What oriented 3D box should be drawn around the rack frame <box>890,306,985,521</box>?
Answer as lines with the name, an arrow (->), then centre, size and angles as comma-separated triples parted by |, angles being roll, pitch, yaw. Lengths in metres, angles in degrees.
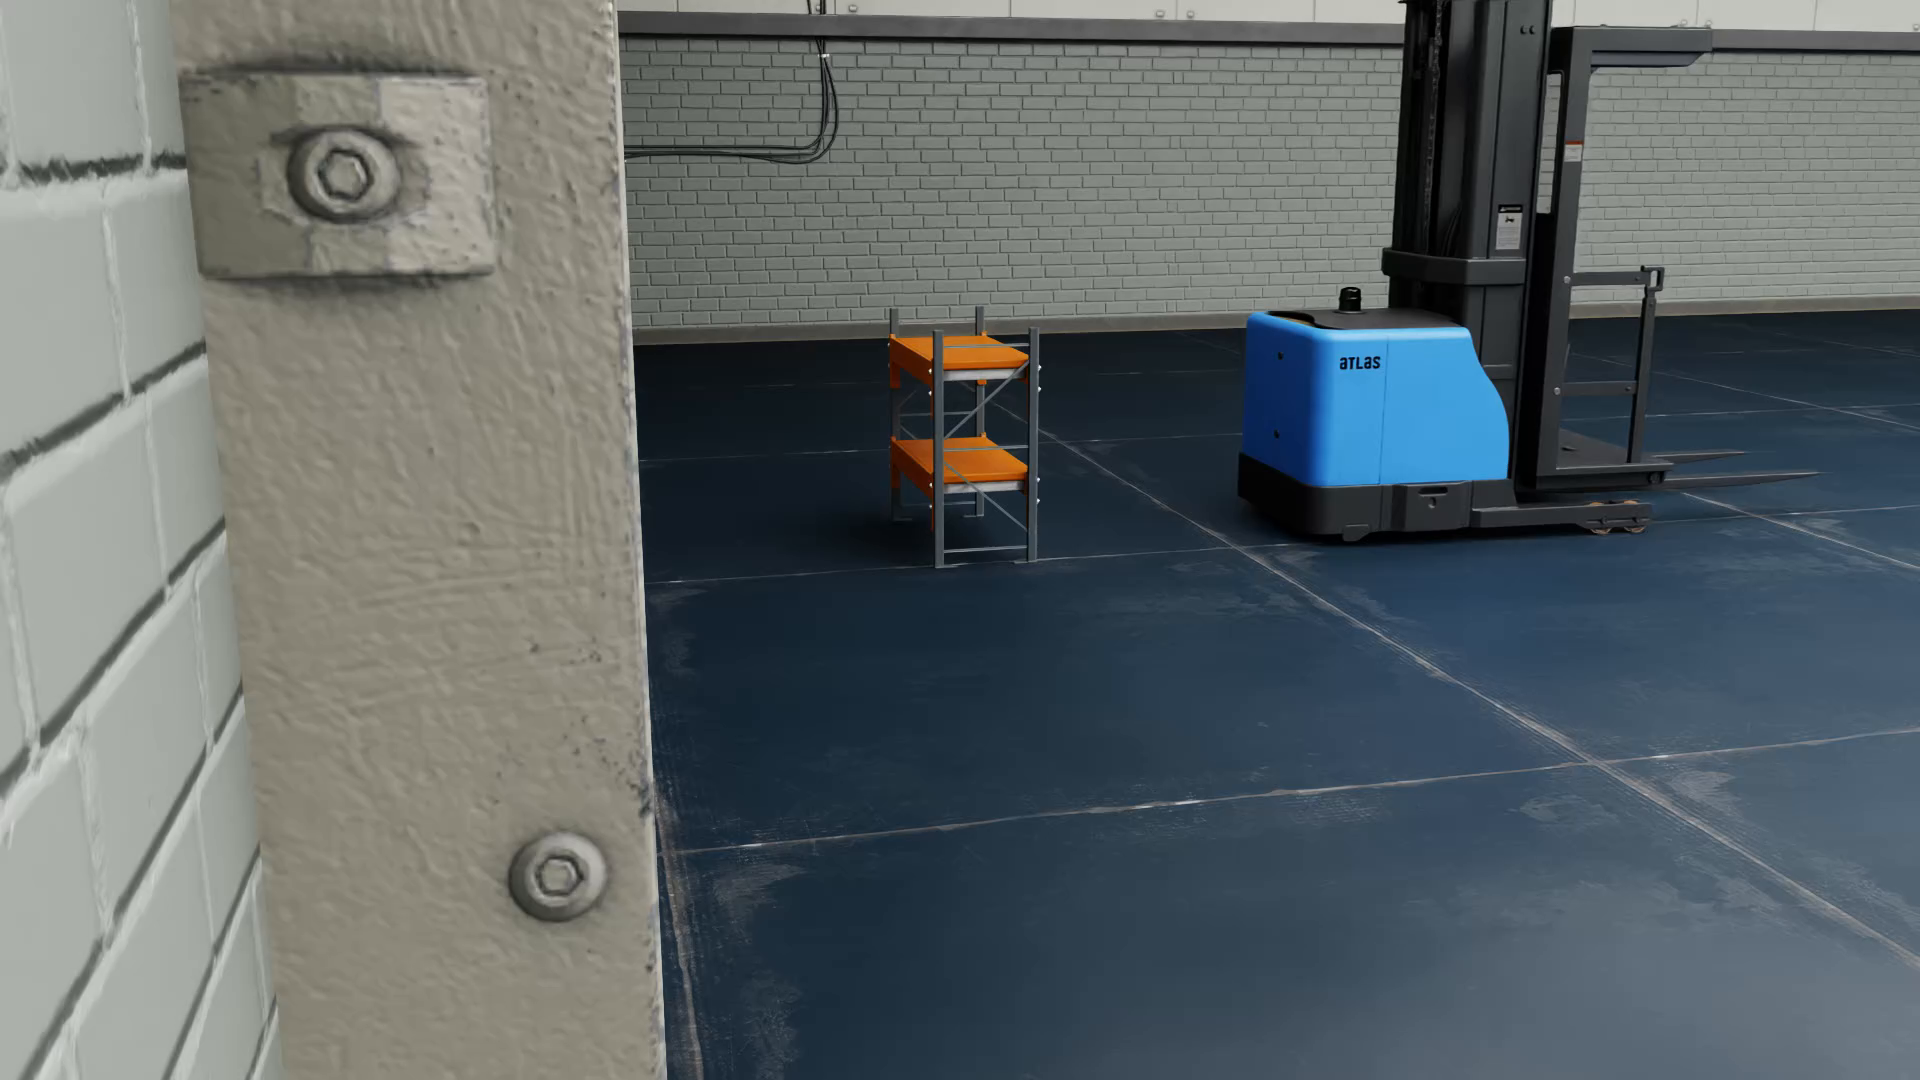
rack frame -> -0.118, -0.662, 8.767 | 0.500, 1.125, 0.032 | -3, 14, -13

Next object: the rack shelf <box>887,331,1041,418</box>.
rack shelf -> 0.002, -0.829, 8.218 | 0.538, 0.278, 1.000 | -3, 14, -13

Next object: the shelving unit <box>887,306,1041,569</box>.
shelving unit -> 0.002, -0.545, 8.287 | 0.538, 1.125, 1.048 | -3, 14, -13

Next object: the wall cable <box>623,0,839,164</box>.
wall cable -> -2.670, -4.778, 15.565 | 3.097, 2.526, 0.112 | -3, 14, -13

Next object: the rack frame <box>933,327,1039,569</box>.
rack frame -> 0.121, -0.428, 7.807 | 0.500, 1.125, 0.032 | -3, 14, -13

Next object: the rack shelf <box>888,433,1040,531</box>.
rack shelf -> 0.002, -0.307, 8.345 | 0.538, 0.278, 1.000 | -3, 14, -13

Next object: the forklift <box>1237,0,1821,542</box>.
forklift -> 3.094, -1.571, 8.681 | 3.031, 2.935, 1.130 | -3, 14, -12
